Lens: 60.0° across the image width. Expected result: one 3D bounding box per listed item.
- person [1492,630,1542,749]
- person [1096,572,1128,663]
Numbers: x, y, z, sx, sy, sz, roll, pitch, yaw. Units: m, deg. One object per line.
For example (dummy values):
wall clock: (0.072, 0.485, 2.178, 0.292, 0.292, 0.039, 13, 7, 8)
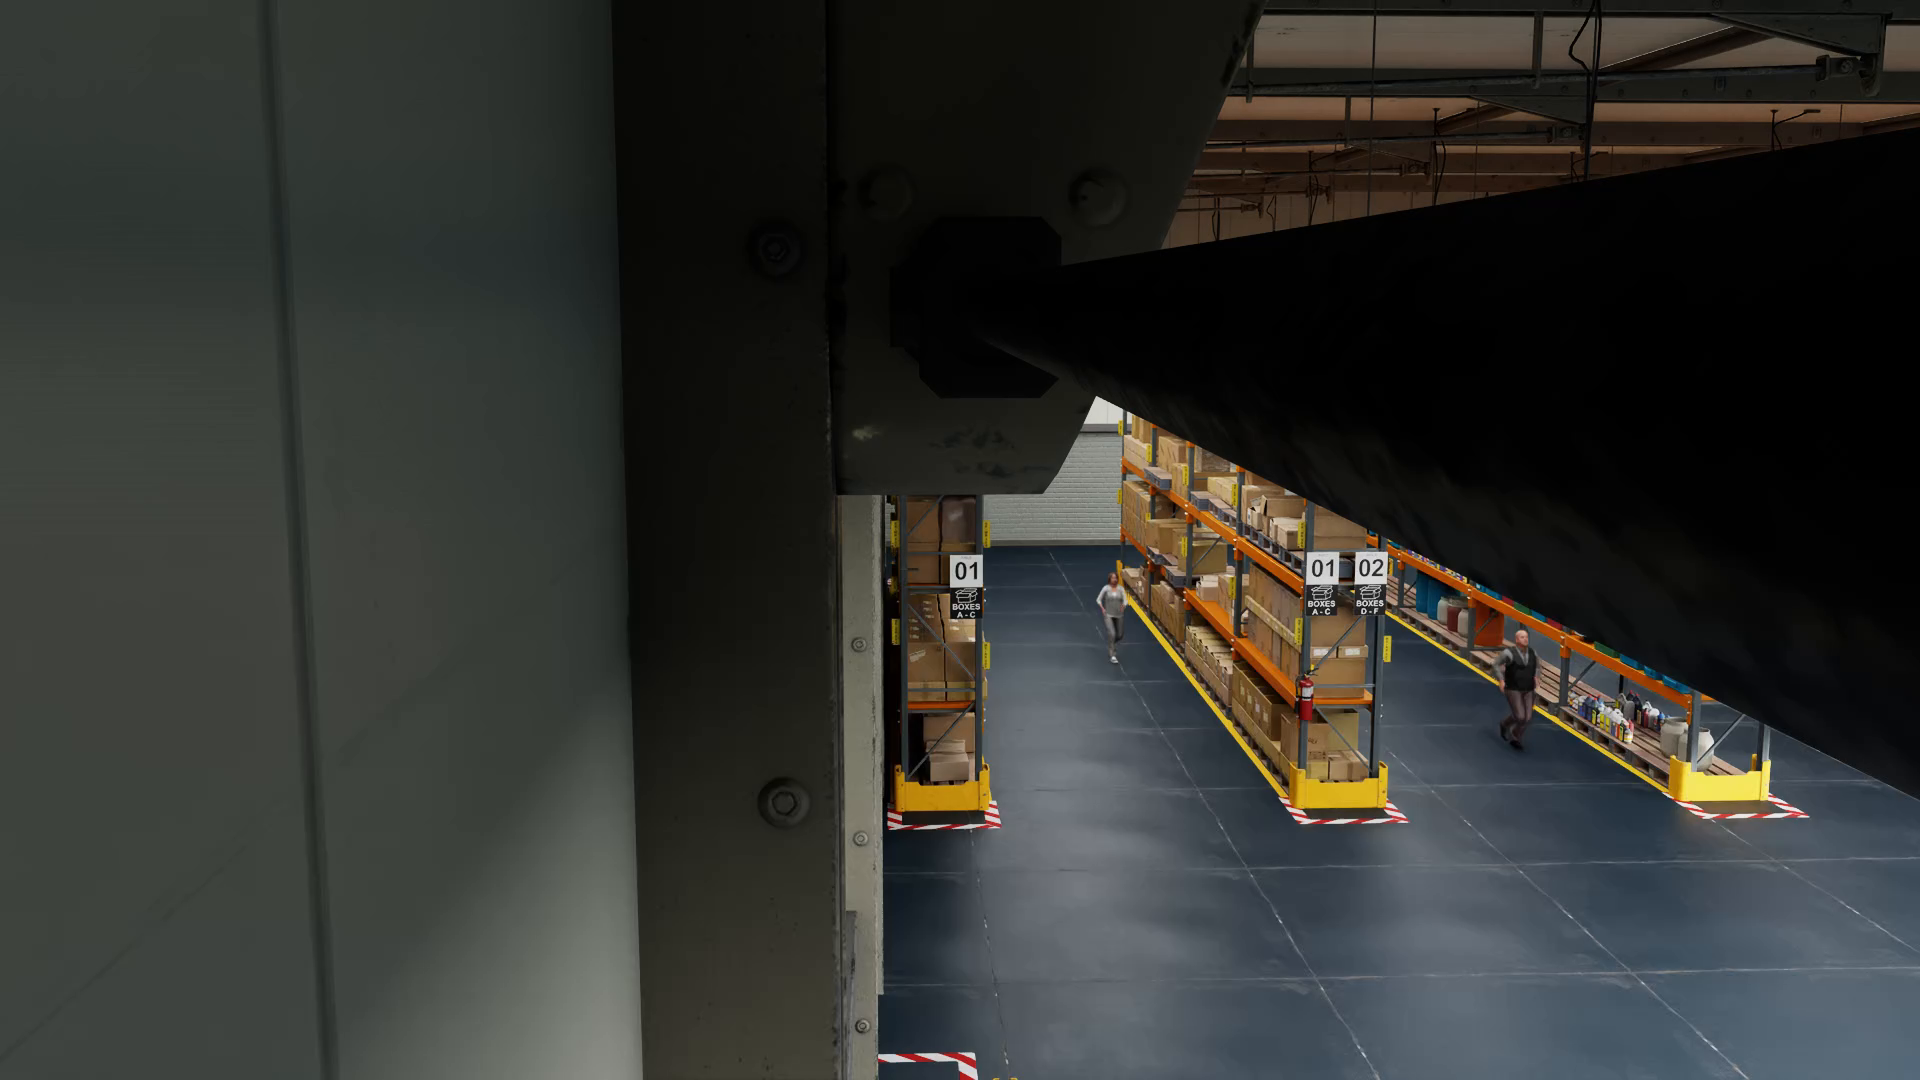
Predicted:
person: (7.813, 2.097, 23.176, 0.658, 1.681, 0.570, -1, 9, -9)
person: (2.638, 1.320, 28.842, 0.541, 1.552, 0.666, -1, 8, -7)
